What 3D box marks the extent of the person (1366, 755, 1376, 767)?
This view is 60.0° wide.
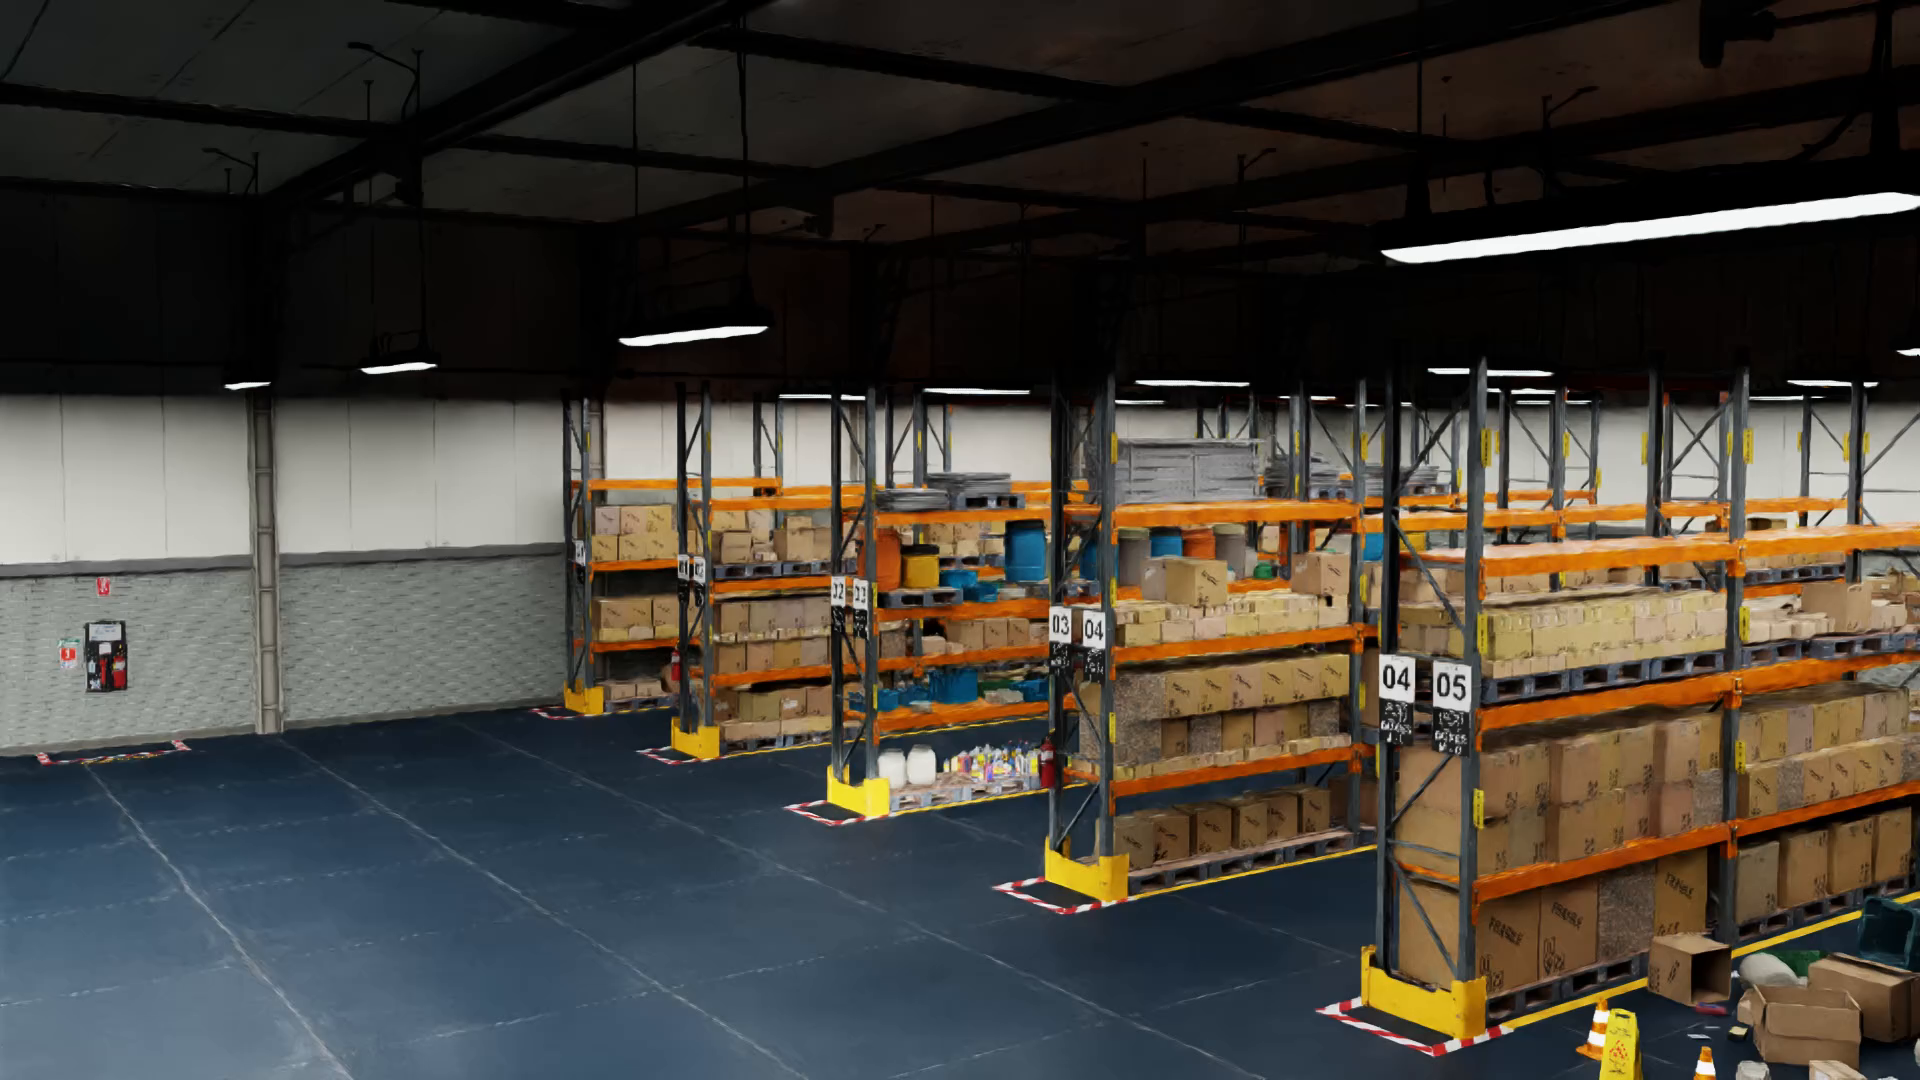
[{"bbox_3d":[6.502,2.662,25.569,0.445,1.718,0.575,2,4,28],"label":"person"}]
